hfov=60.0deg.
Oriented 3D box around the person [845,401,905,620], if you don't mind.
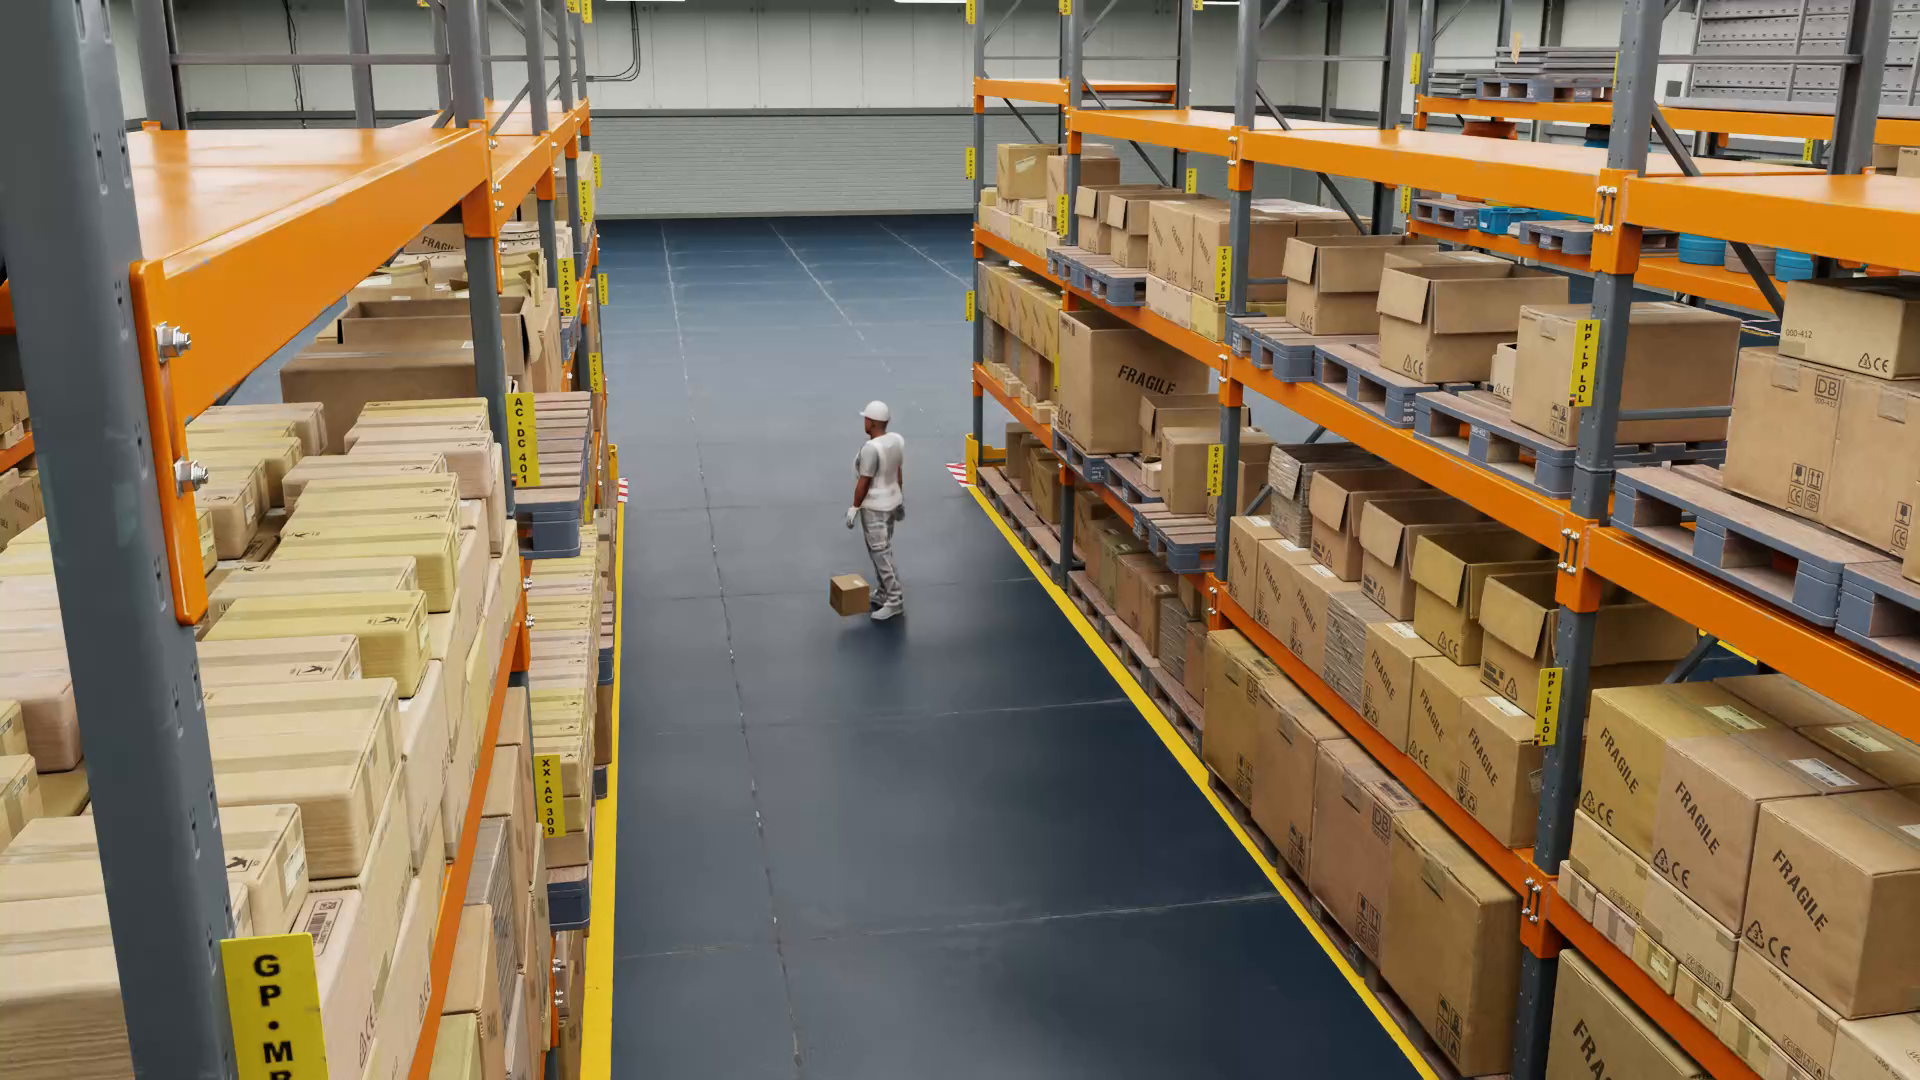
[{"bbox_3d":[-0.667,-0.259,13.885,0.518,1.783,0.691,6,17,21],"label":"person"}]
